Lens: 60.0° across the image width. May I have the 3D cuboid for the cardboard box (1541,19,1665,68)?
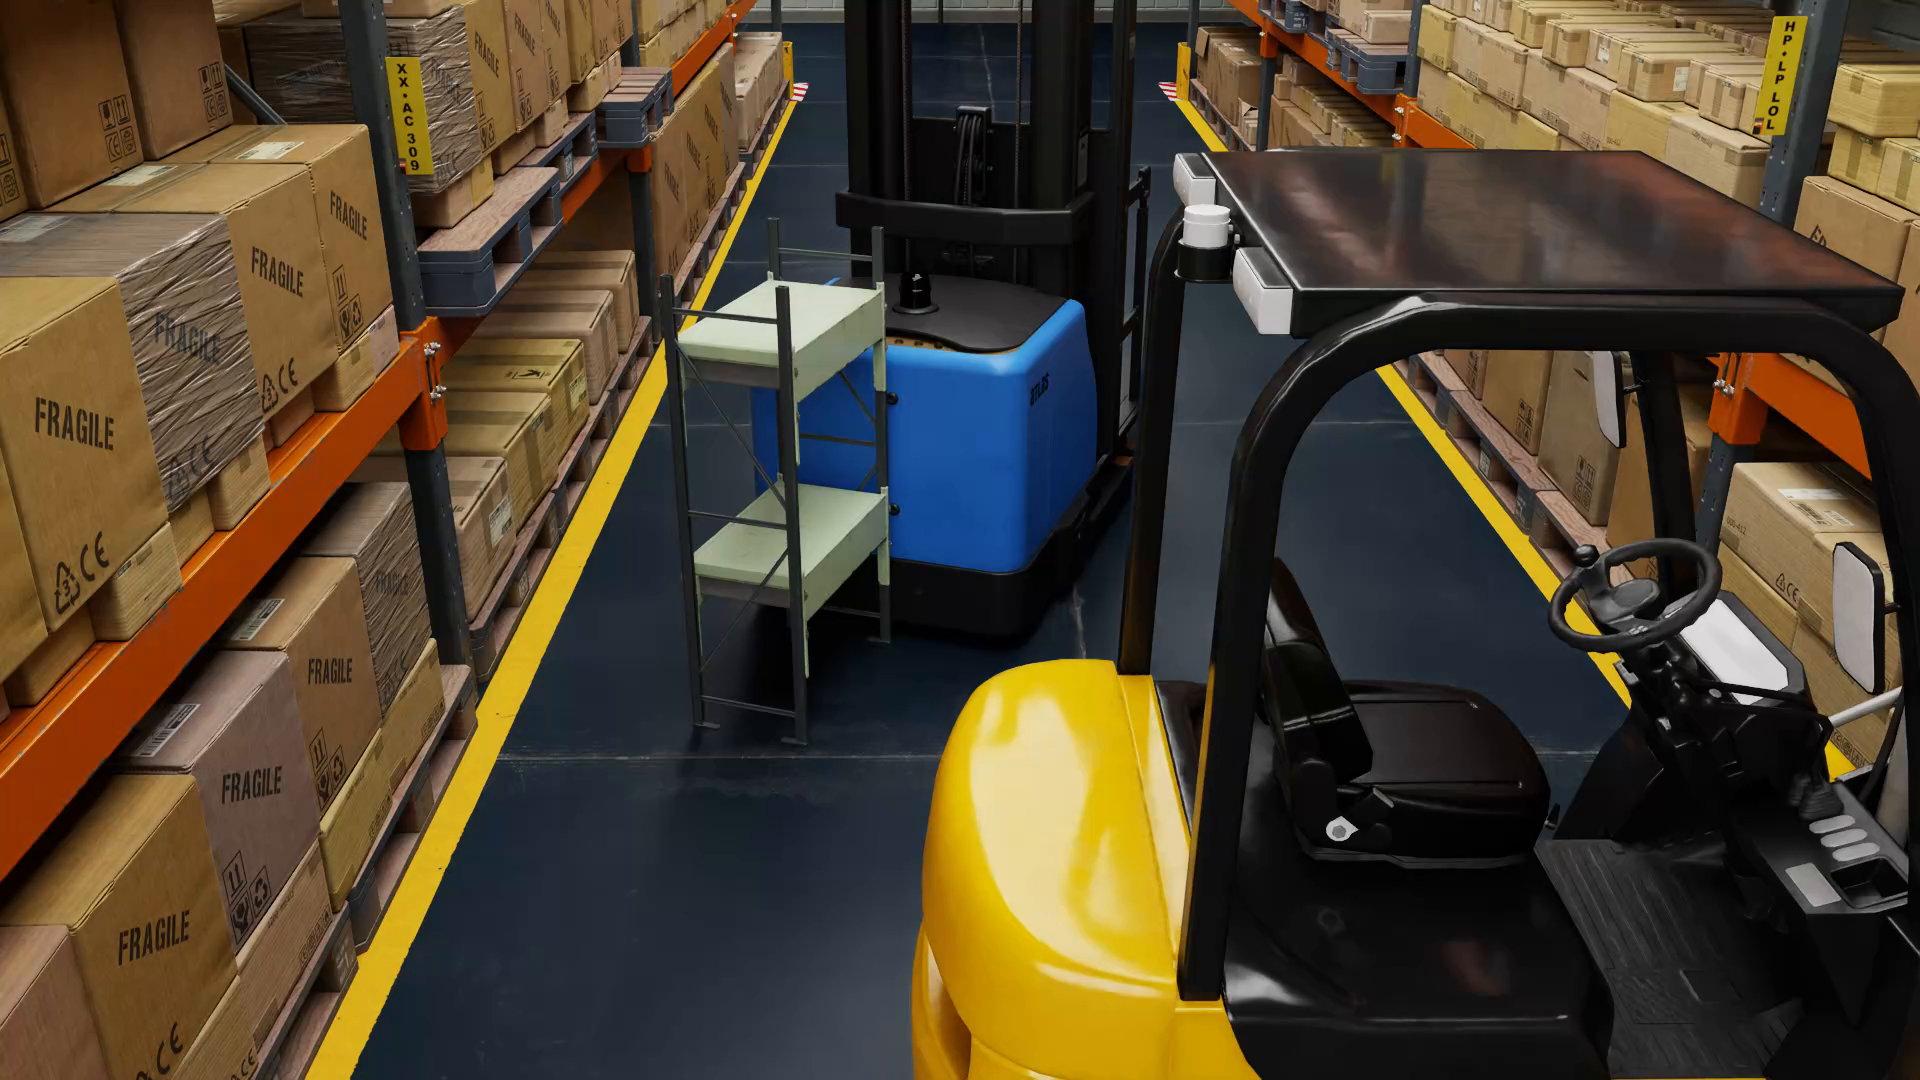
[{"bbox_3d":[2.509,-1.939,6.490,0.380,0.149,0.250,-1,24,-2],"label":"cardboard box"}]

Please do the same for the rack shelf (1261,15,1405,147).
[{"bbox_3d":[2.793,-2.968,10.545,1.077,0.370,4.000,0,24,-1],"label":"rack shelf"}]

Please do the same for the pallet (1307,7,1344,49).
[{"bbox_3d":[2.789,-3.185,10.386,1.003,0.211,1.213,0,24,-1],"label":"pallet"}]

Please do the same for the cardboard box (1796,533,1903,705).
[{"bbox_3d":[2.545,0.194,4.295,0.500,0.250,0.500,0,24,0],"label":"cardboard box"}]

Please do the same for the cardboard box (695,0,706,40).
[{"bbox_3d":[-1.944,-3.426,10.867,0.500,0.250,0.500,-1,24,-2],"label":"cardboard box"}]

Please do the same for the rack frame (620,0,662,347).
[{"bbox_3d":[-2.149,-2.448,8.522,1.000,3.000,0.127,0,24,-1],"label":"rack frame"}]

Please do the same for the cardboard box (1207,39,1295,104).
[{"bbox_3d":[2.610,-4.216,14.955,0.700,0.500,0.500,1,24,2],"label":"cardboard box"}]

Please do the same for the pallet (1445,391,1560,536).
[{"bbox_3d":[2.795,-0.360,7.290,1.003,0.211,1.213,0,24,-1],"label":"pallet"}]

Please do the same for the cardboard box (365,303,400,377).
[{"bbox_3d":[-1.797,-0.554,4.640,0.380,0.149,0.250,-1,24,-1],"label":"cardboard box"}]

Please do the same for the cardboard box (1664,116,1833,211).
[{"bbox_3d":[2.597,-1.184,5.303,0.500,0.250,0.500,-1,24,-2],"label":"cardboard box"}]

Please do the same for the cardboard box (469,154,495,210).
[{"bbox_3d":[-1.789,-1.208,5.577,0.380,0.149,0.250,0,24,1],"label":"cardboard box"}]

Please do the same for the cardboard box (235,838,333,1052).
[{"bbox_3d":[-1.813,0.933,3.873,0.500,0.250,0.500,0,24,0],"label":"cardboard box"}]

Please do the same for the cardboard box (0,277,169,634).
[{"bbox_3d":[-1.818,-0.162,2.985,0.500,0.500,0.500,-1,24,-2],"label":"cardboard box"}]

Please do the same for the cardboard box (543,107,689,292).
[{"bbox_3d":[-2.073,-1.956,9.503,0.875,0.875,0.875,0,24,-1],"label":"cardboard box"}]

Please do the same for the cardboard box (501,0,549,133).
[{"bbox_3d":[-1.821,-1.777,6.046,0.500,0.500,0.500,0,24,-1],"label":"cardboard box"}]

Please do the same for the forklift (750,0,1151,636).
[{"bbox_3d":[0.205,-1.581,6.689,1.130,2.935,3.031,8,26,17],"label":"forklift"}]

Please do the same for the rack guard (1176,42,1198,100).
[{"bbox_3d":[2.728,-4.598,16.309,1.175,0.500,0.348,0,24,-1],"label":"rack guard"}]

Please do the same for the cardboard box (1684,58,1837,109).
[{"bbox_3d":[2.662,-1.511,5.543,0.380,0.149,0.250,0,24,-1],"label":"cardboard box"}]

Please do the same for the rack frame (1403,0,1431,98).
[{"bbox_3d":[2.815,-2.472,8.575,1.000,3.000,0.127,0,24,-1],"label":"rack frame"}]

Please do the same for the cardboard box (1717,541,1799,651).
[{"bbox_3d":[2.555,0.211,4.864,0.500,0.250,0.500,0,24,-1],"label":"cardboard box"}]

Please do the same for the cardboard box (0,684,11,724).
[{"bbox_3d":[-1.853,0.289,2.776,0.380,0.149,0.250,1,24,1],"label":"cardboard box"}]

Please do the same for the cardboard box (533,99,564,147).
[{"bbox_3d":[-1.781,-1.643,6.537,0.380,0.149,0.250,1,24,1],"label":"cardboard box"}]

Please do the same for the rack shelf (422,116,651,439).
[{"bbox_3d":[-2.127,-1.296,6.848,1.077,0.370,4.000,0,24,-1],"label":"rack shelf"}]

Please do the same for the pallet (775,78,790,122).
[{"bbox_3d":[-2.149,-4.144,15.658,1.003,0.211,1.213,0,24,-1],"label":"pallet"}]

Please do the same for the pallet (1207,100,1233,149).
[{"bbox_3d":[2.748,-3.636,14.534,1.003,0.211,1.213,0,24,-1],"label":"pallet"}]

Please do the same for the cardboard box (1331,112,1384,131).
[{"bbox_3d":[2.618,-2.670,10.750,0.380,0.149,0.250,0,24,0],"label":"cardboard box"}]

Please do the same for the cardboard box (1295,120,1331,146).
[{"bbox_3d":[2.568,-2.547,11.265,0.500,0.500,0.500,-1,24,-2],"label":"cardboard box"}]

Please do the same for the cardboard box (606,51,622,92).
[{"bbox_3d":[-1.787,-2.177,7.718,0.380,0.149,0.250,0,24,-1],"label":"cardboard box"}]

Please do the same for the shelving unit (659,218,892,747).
[{"bbox_3d":[-0.556,-0.199,5.369,0.431,1.500,0.755,8,26,17],"label":"shelving unit"}]

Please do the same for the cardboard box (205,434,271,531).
[{"bbox_3d":[-1.782,-0.135,3.714,0.380,0.149,0.250,-1,24,-1],"label":"cardboard box"}]

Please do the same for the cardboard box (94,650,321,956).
[{"bbox_3d":[-1.816,0.583,3.739,0.500,0.500,0.500,1,24,2],"label":"cardboard box"}]

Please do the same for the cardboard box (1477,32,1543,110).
[{"bbox_3d":[2.567,-2.025,7.163,0.500,0.250,0.500,-1,24,-2],"label":"cardboard box"}]

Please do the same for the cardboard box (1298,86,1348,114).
[{"bbox_3d":[2.604,-3.099,11.699,0.380,0.149,0.250,-1,24,-3],"label":"cardboard box"}]

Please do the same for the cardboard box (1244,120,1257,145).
[{"bbox_3d":[2.471,-3.240,13.225,0.380,0.149,0.250,-1,24,-2],"label":"cardboard box"}]

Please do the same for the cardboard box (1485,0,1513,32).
[{"bbox_3d":[2.572,-2.357,7.412,0.380,0.149,0.250,0,24,0],"label":"cardboard box"}]

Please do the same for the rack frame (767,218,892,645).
[{"bbox_3d":[-0.437,-0.341,5.684,0.400,1.500,0.023,8,26,17],"label":"rack frame"}]

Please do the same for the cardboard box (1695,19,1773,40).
[{"bbox_3d":[3.099,-1.939,6.488,0.380,0.149,0.250,0,24,0],"label":"cardboard box"}]

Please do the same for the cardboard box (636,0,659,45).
[{"bbox_3d":[-1.907,-2.817,8.914,0.500,0.250,0.500,0,24,-1],"label":"cardboard box"}]

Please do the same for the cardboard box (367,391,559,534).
[{"bbox_3d":[-2.124,-0.306,6.465,0.950,0.372,0.625,1,24,3],"label":"cardboard box"}]

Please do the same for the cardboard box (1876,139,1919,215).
[{"bbox_3d":[2.603,-0.925,4.247,0.380,0.149,0.250,0,24,1],"label":"cardboard box"}]

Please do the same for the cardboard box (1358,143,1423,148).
[{"bbox_3d":[2.563,-2.243,9.806,0.380,0.149,0.250,-1,24,-2],"label":"cardboard box"}]

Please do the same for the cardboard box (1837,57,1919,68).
[{"bbox_3d":[3.117,-1.524,5.571,0.380,0.149,0.250,0,24,-1],"label":"cardboard box"}]

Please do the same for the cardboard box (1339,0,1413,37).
[{"bbox_3d":[2.480,-3.028,9.477,0.500,0.250,0.500,-1,24,-3],"label":"cardboard box"}]

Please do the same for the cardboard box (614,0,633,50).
[{"bbox_3d":[-1.866,-2.634,7.942,0.500,0.500,0.500,-1,24,-2],"label":"cardboard box"}]

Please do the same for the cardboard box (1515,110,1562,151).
[{"bbox_3d":[2.592,-1.586,6.799,0.500,0.250,0.500,1,24,1],"label":"cardboard box"}]

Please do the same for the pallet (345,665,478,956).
[{"bbox_3d":[-2.062,0.748,4.841,1.003,0.211,1.213,0,24,-1],"label":"pallet"}]

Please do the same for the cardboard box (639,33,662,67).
[{"bbox_3d":[-1.902,-2.582,9.001,0.500,0.250,0.500,-1,24,-1],"label":"cardboard box"}]

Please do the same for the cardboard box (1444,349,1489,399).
[{"bbox_3d":[2.823,-1.055,7.814,0.875,0.625,0.625,1,24,1],"label":"cardboard box"}]

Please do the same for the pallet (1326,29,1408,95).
[{"bbox_3d":[2.737,-2.663,9.231,1.213,0.211,1.003,0,24,-1],"label":"pallet"}]

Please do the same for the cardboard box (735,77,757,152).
[{"bbox_3d":[-2.092,-3.379,13.181,0.875,0.438,0.875,-1,24,-1],"label":"cardboard box"}]

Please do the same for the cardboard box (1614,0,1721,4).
[{"bbox_3d":[3.150,-2.364,7.429,0.380,0.149,0.250,-1,24,-2],"label":"cardboard box"}]

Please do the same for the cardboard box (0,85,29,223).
[{"bbox_3d":[-2.355,-0.836,3.263,0.700,0.500,0.500,-1,24,-2],"label":"cardboard box"}]
